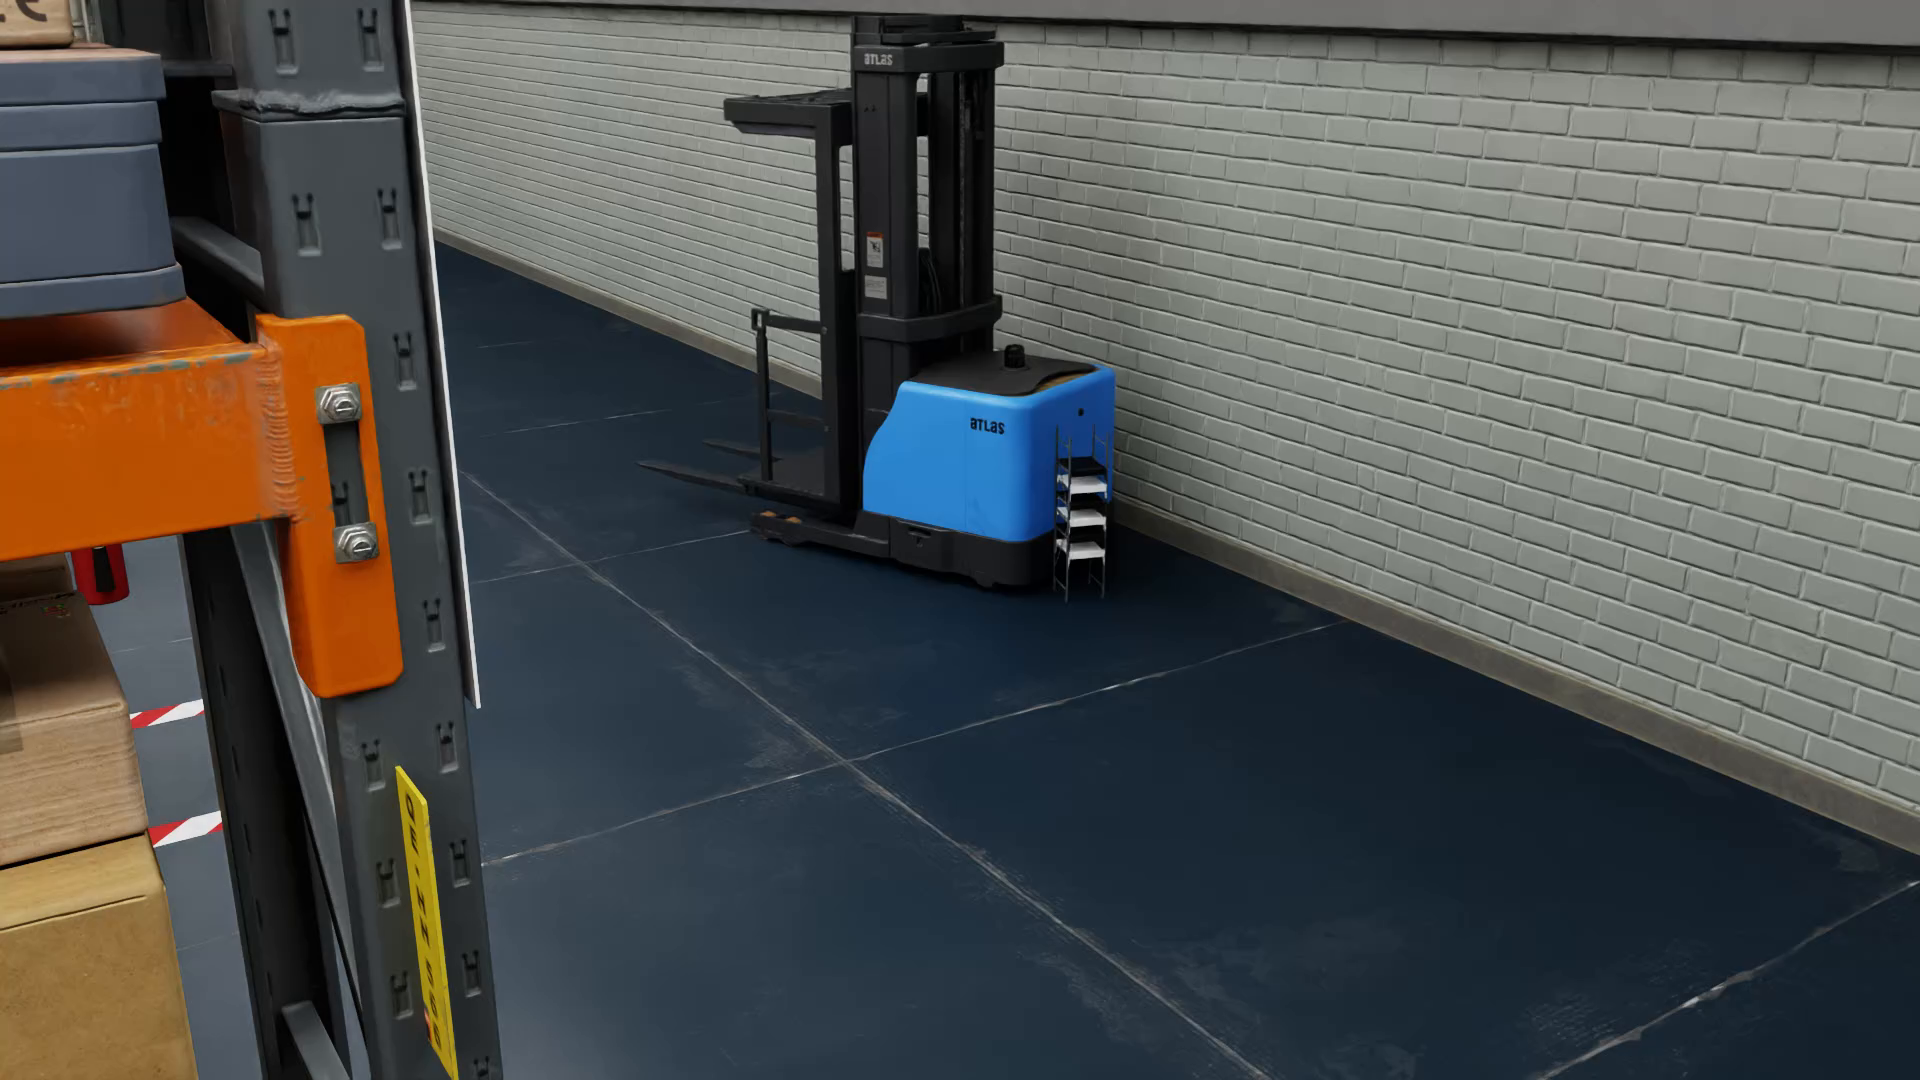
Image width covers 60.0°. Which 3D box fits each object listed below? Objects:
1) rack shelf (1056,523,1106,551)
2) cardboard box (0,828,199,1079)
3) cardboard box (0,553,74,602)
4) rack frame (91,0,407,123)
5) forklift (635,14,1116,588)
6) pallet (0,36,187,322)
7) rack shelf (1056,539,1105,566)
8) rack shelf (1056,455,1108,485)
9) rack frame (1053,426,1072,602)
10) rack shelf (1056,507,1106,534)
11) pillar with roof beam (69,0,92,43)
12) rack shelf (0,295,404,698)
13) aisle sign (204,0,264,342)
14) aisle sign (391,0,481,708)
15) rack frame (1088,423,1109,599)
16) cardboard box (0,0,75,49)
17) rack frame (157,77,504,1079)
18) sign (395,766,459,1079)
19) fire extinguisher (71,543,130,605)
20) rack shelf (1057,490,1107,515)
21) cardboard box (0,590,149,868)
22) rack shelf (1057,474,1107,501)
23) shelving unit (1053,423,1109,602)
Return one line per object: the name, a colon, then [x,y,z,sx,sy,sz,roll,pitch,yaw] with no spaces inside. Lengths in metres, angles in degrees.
rack shelf: [0.634,-0.027,8.804,0.200,0.077,0.258,-5,19,-14]
cardboard box: [-1.108,0.537,1.756,0.500,0.500,0.500,-11,22,-30]
cardboard box: [-1.285,0.069,2.125,0.250,0.149,0.380,-11,22,-30]
rack frame: [-0.836,-1.933,1.411,0.127,3.000,1.000,-12,22,-31]
forklift: [-0.621,-1.479,9.542,3.031,2.935,1.130,13,22,33]
pallet: [-1.450,-0.336,1.510,1.213,0.211,1.003,-12,22,-31]
rack shelf: [0.634,0.058,8.833,0.200,0.077,0.258,-5,19,-14]
rack shelf: [0.634,-0.368,8.689,0.200,0.077,0.258,-5,19,-14]
rack frame: [0.536,-0.135,8.740,0.006,0.900,0.240,-5,19,-14]
rack shelf: [0.634,-0.112,8.775,0.200,0.077,0.258,-5,19,-14]
pillar with roof beam: [-10.312,-8.114,19.693,0.400,9.000,9.100,-12,22,-31]
rack shelf: [-2.506,0.181,0.964,4.000,0.370,1.077,-12,22,-31]
aisle sign: [-0.935,-0.412,2.222,0.004,0.787,0.394,-12,22,-31]
aisle sign: [-0.605,-0.252,1.747,0.004,0.787,0.394,-12,22,-31]
rack frame: [0.732,-0.152,8.789,0.006,0.900,0.240,-5,19,-14]
cardboard box: [-1.162,-0.584,1.526,0.500,0.250,0.500,-14,23,-36]
rack frame: [-0.836,0.909,2.371,0.127,3.000,1.000,-12,22,-31]
sign: [-0.549,0.396,1.712,0.005,0.325,0.100,-12,22,-31]
fire extinguisher: [-3.179,-0.105,6.073,0.183,0.674,0.296,-12,22,-31]
rack shelf: [0.634,-0.197,8.746,0.200,0.077,0.258,-5,19,-14]
cardboard box: [-1.026,0.198,1.746,0.250,0.149,0.380,-12,22,-31]
rack shelf: [0.634,-0.283,8.718,0.200,0.077,0.258,-5,19,-14]
shelving unit: [0.634,-0.144,8.765,0.210,0.900,0.258,-5,19,-14]
